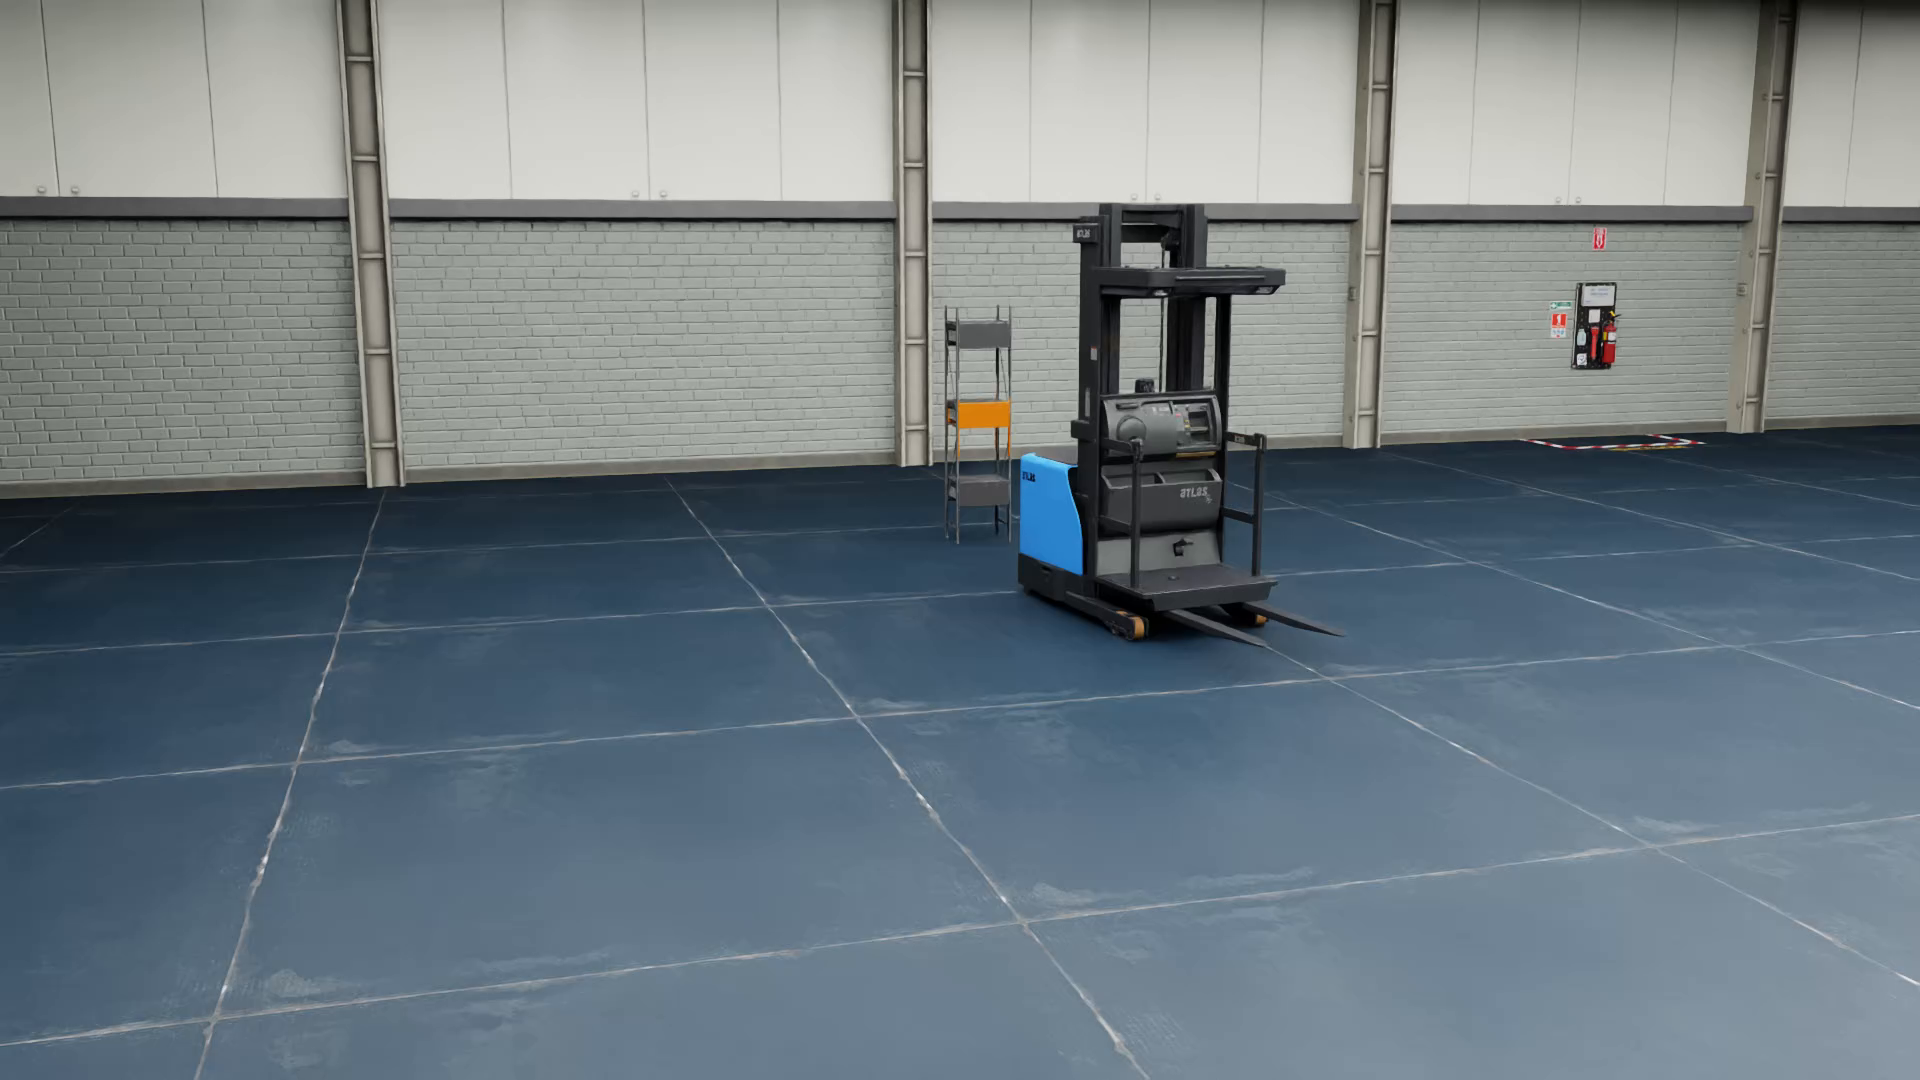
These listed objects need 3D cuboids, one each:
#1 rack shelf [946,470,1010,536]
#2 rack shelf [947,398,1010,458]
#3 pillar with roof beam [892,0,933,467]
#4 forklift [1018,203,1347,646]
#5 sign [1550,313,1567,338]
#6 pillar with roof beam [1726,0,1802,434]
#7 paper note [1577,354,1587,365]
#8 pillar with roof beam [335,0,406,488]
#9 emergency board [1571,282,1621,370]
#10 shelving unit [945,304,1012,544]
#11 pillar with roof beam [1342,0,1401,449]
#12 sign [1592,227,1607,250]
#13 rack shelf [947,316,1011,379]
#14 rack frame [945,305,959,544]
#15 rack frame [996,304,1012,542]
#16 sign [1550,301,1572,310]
[{"bbox_3d":[0.159,-0.339,15.031,0.480,0.518,0.431,-3,11,-16],"label":"rack shelf"},{"bbox_3d":[0.159,-1.028,14.904,0.480,0.518,0.431,-3,11,-16],"label":"rack shelf"},{"bbox_3d":[0.651,-4.582,15.082,0.400,9.000,9.100,-3,11,-16],"label":"pillar with roof beam"},{"bbox_3d":[1.523,-0.845,11.540,1.130,2.935,3.031,-5,11,-24],"label":"forklift"},{"bbox_3d":[8.026,-2.876,22.288,0.234,0.329,0.001,-3,11,-16],"label":"sign"},{"bbox_3d":[12.172,-5.189,18.381,0.400,9.000,9.100,-3,11,-16],"label":"pillar with roof beam"},{"bbox_3d":[8.396,-2.439,22.442,0.142,0.148,0.016,-3,11,-16],"label":"paper note"},{"bbox_3d":[-5.110,-4.279,13.433,0.400,9.000,9.100,-3,11,-16],"label":"pillar with roof beam"},{"bbox_3d":[8.586,-2.869,22.346,0.643,1.169,0.194,-3,11,-16],"label":"emergency board"},{"bbox_3d":[0.159,-1.041,14.902,0.503,2.100,0.431,-3,11,-16],"label":"shelving unit"},{"bbox_3d":[6.411,-4.886,16.732,0.400,9.000,9.100,-3,11,-16],"label":"pillar with roof beam"},{"bbox_3d":[8.550,-4.026,22.228,0.199,0.298,0.001,-3,11,-16],"label":"sign"},{"bbox_3d":[0.159,-1.716,14.778,0.480,0.518,0.431,-3,11,-16],"label":"rack shelf"},{"bbox_3d":[-0.075,-1.029,14.835,0.015,2.100,0.400,-3,11,-16],"label":"rack frame"},{"bbox_3d":[0.393,-1.053,14.969,0.015,2.100,0.400,-3,11,-16],"label":"rack frame"},{"bbox_3d":[8.033,-3.136,22.233,0.331,0.109,0.001,-3,11,-16],"label":"sign"}]
